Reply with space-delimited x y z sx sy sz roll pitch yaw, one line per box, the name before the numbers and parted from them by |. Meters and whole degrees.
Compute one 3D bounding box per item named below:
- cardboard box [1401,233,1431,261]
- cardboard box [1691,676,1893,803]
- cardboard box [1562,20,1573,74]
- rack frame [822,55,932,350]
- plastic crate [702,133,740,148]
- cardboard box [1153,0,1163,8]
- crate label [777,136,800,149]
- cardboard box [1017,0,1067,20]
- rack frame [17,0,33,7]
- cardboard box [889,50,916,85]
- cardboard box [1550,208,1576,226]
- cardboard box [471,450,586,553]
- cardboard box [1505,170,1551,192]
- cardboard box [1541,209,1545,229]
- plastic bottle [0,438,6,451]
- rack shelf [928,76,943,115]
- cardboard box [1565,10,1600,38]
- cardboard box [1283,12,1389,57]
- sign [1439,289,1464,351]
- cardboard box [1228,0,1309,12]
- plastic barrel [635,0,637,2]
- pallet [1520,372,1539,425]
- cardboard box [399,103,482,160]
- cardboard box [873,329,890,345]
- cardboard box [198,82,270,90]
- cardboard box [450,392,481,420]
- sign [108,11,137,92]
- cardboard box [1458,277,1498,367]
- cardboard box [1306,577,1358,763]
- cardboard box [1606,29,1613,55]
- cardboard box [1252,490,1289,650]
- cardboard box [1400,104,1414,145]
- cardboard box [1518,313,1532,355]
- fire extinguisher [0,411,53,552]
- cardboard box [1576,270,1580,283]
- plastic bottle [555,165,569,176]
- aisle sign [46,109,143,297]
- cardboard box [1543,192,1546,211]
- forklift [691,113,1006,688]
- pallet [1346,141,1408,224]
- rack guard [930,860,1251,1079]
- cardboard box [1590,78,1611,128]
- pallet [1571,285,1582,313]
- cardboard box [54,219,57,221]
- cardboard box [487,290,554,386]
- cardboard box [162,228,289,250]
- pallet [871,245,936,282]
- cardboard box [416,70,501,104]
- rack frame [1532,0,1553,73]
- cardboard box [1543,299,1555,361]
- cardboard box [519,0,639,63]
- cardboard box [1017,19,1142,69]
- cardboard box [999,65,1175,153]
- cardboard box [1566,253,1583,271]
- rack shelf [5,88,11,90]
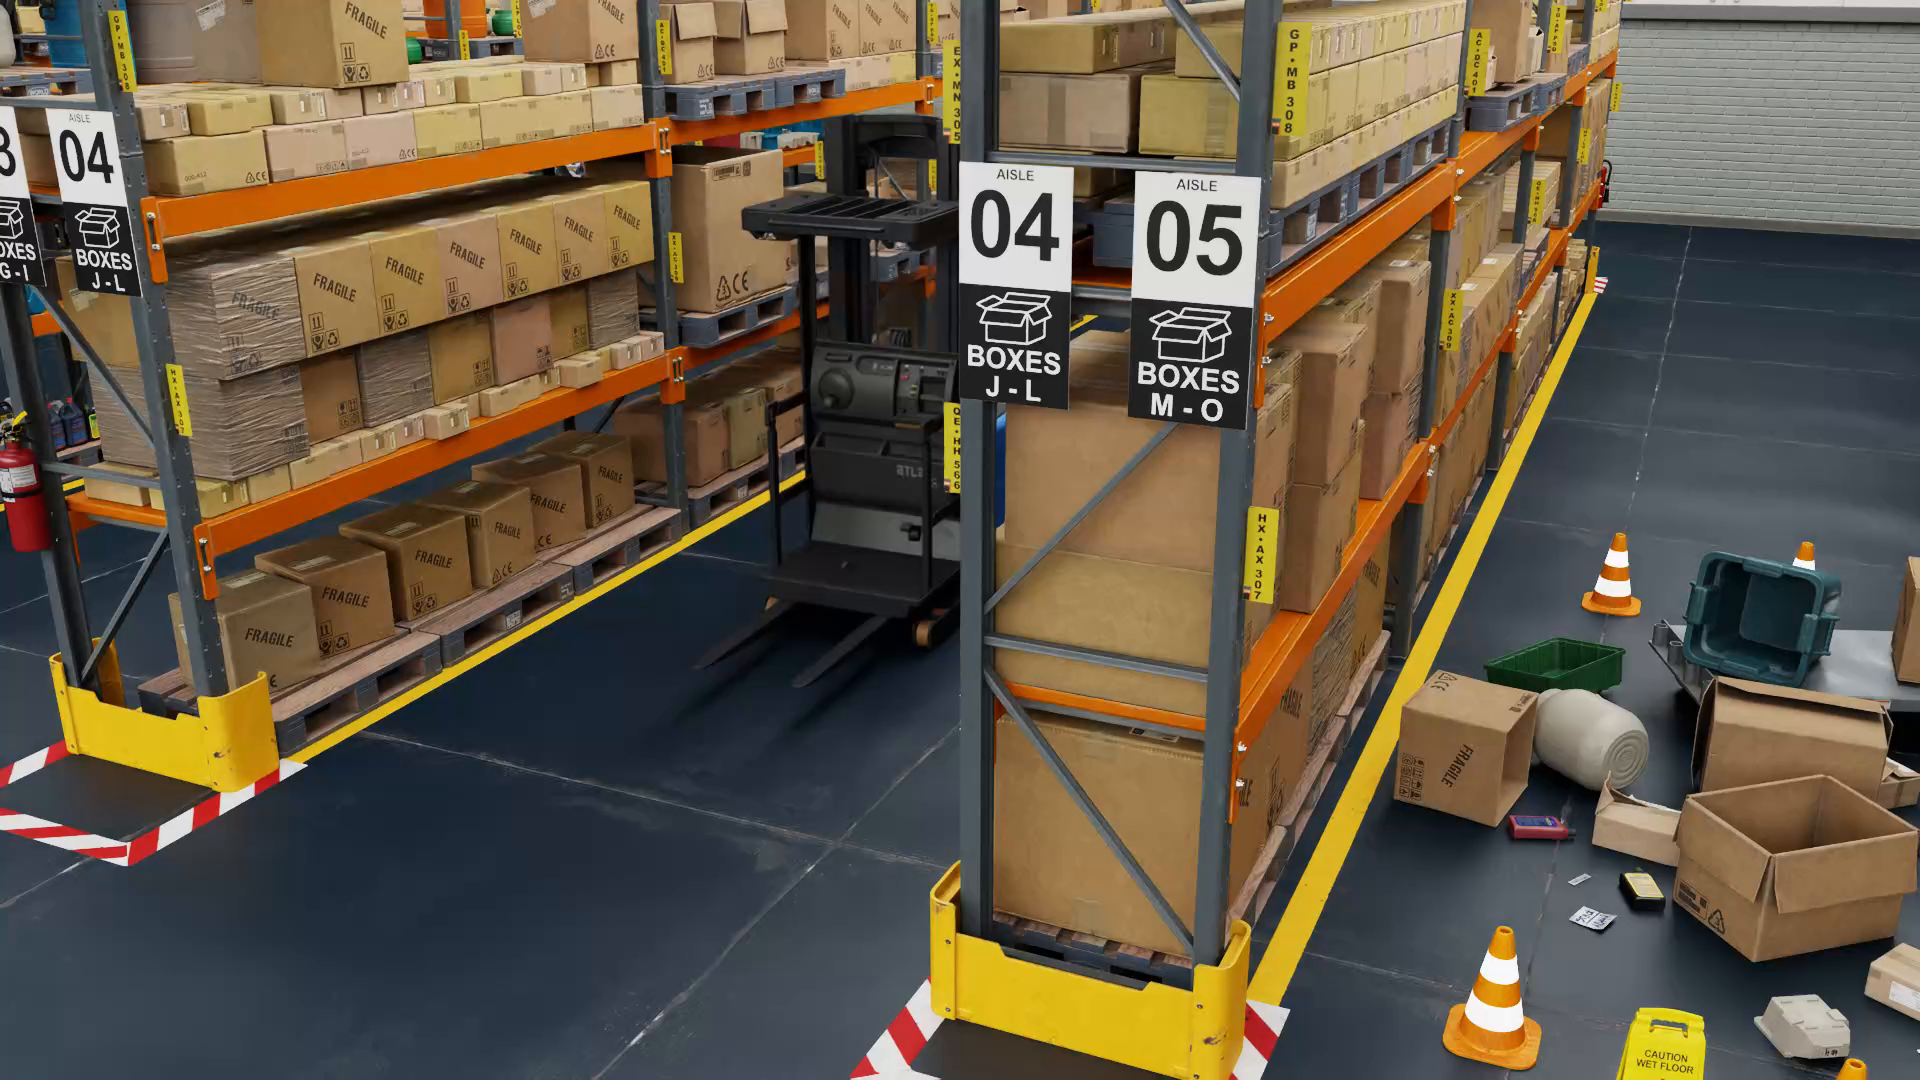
cardboard box | 2.316 -1.476 9.502 0.700 0.500 0.500 8 21 22
cardboard box | 3.823 1.007 7.685 0.797 0.637 0.503 9 21 23
cardboard box | 4.631 -3.934 13.429 0.500 0.500 0.500 9 21 23
rack frame | -0.727 -2.740 14.696 1.000 3.000 0.127 9 21 23
plastic crate | -3.014 -4.939 20.695 0.402 0.464 0.583 9 21 23
cardboard box | 2.044 -6.569 20.061 0.700 0.500 0.500 8 21 21
crate label | -2.362 -5.320 22.254 0.396 0.136 0.243 9 21 23
cardboard box | 0.682 -5.442 17.042 0.700 0.500 0.500 9 22 24
rack frame | -9.763 -6.927 17.516 1.000 3.000 0.127 9 21 23
cardboard box | -0.698 -3.903 13.715 0.500 0.250 0.500 9 21 23
cardboard box | 5.809 -3.174 16.293 0.380 0.149 0.250 9 22 25
cardboard box | -2.793 -0.244 10.782 0.500 0.500 0.500 17 26 40
cardboard box | 5.084 -3.220 14.907 0.380 0.149 0.250 8 21 23
cardboard box | 4.991 -2.864 14.794 0.380 0.149 0.250 8 21 20
plastic bottle | -7.166 -0.678 12.306 0.152 0.276 0.135 9 21 24
rack shelf | 0.092 -4.425 16.033 1.077 0.370 4.000 9 21 23
cardboard box | 5.810 -4.943 15.894 0.500 0.250 0.500 9 22 24
cardboard box | 1.429 -1.945 6.394 0.380 0.149 0.250 8 21 22
sign | 2.625 -1.175 8.886 0.100 0.325 0.005 9 21 23
cardboard box | 1.452 -2.501 7.957 0.380 0.149 0.250 8 21 22
plastic barrel | -3.797 -6.035 18.578 0.600 0.588 0.600 0 20 0
pallet | 4.579 -1.325 14.879 1.003 0.211 1.213 9 21 23
cardboard box | -2.950 -2.218 8.976 0.500 0.250 0.500 9 22 24
cardboard box | -0.983 -1.562 14.457 0.700 0.500 0.500 7 21 20
cardboard box | -3.653 -2.253 8.480 0.380 0.149 0.250 9 21 23
cardboard box | -2.985 -0.770 9.532 0.380 0.149 0.250 9 21 23
sign | -3.508 -2.045 6.961 0.100 0.325 0.005 9 21 23
cardboard box | 3.200 -1.438 10.888 0.500 0.500 0.500 9 21 24
cardboard box | 1.431 0.456 8.253 0.875 0.875 0.875 9 21 23
cardboard box | 6.470 -5.169 17.274 0.500 0.250 0.500 10 22 25
cardboard box | 0.796 0.056 6.611 0.875 0.550 0.550 9 21 23
cardboard box | 1.741 -1.801 7.177 0.380 0.149 0.250 8 21 22
cardboard box | 4.467 -1.734 13.853 0.500 0.250 0.500 8 21 22
fire extinguisher | -4.471 -0.286 7.912 0.296 0.674 0.183 9 21 23
cardboard box | 6.665 -2.949 18.468 0.380 0.149 0.250 9 21 24
plastic bottle | -4.331 -3.936 18.133 0.144 0.351 0.185 9 21 23
aisle sign | -3.755 -1.459 7.215 0.394 0.787 0.004 9 21 23
cardboard box | 4.985 -3.002 14.738 0.380 0.149 0.250 7 21 20
forklift | -0.539 -0.914 9.664 1.130 2.935 3.031 8 21 22
pallet | 1.273 -1.557 7.025 1.003 0.211 1.213 9 21 23
rack guard | 0.471 1.602 6.217 1.175 0.500 0.348 9 21 23
cardboard box | 7.072 -4.958 18.849 0.500 0.500 0.500 8 21 22
pallet | 6.636 -2.893 19.289 1.003 0.211 1.213 9 21 23
cardboard box | -12.794 -4.970 23.548 0.750 0.750 0.750 9 21 23
cardboard box | -2.956 -1.260 9.943 0.875 0.500 0.500 9 21 23
cardboard box | -3.804 -1.308 8.585 0.500 0.500 0.500 9 21 23
pallet | -0.922 -2.417 14.074 1.213 0.211 1.003 9 21 23
cardboard box | -2.770 -2.505 9.188 0.380 0.149 0.250 10 22 25
rack frame | 3.756 -4.855 11.690 1.000 3.000 0.127 9 21 23
cardboard box | 5.321 -2.010 15.749 0.500 0.500 0.500 8 21 22
cardboard box | -2.317 -3.180 10.119 0.500 0.500 0.500 8 21 21
cardboard box | 0.412 -1.724 5.772 0.380 0.149 0.250 9 21 23
cardboard box | 0.426 -1.498 5.733 0.500 0.250 0.500 9 21 23
cardboard box | 6.678 -3.086 18.411 0.380 0.149 0.250 9 22 25
rack shelf | -7.703 -2.659 11.067 1.077 0.370 4.000 9 21 23
